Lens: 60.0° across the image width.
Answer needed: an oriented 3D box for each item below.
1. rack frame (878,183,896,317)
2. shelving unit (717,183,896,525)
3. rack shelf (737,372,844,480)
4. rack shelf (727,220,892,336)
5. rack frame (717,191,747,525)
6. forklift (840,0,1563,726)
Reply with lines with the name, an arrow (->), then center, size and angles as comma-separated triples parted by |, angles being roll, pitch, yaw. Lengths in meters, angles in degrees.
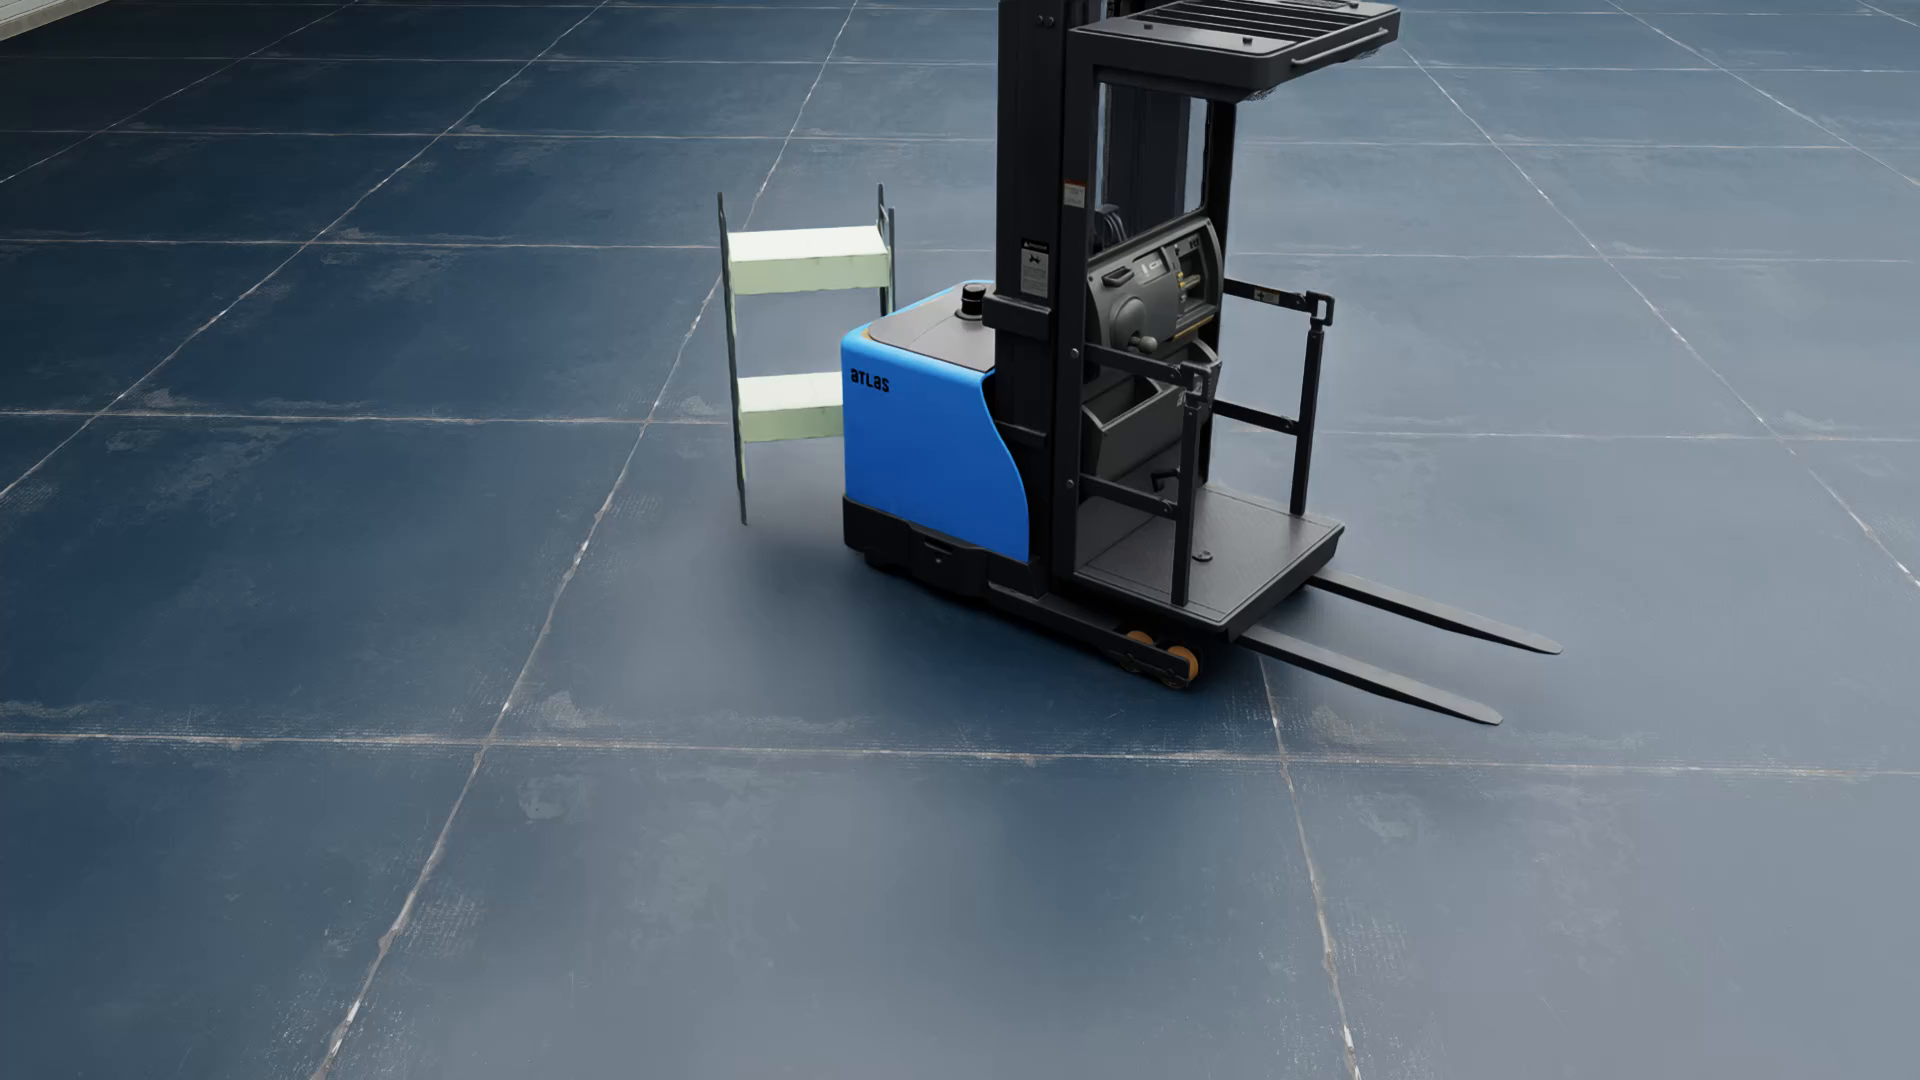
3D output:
rack frame -> -0.334, -0.885, 7.818 | 0.023, 1.500, 0.400 | -5, 28, -9
shelving unit -> -0.695, -0.856, 7.764 | 0.755, 1.500, 0.431 | -5, 28, -9
rack shelf -> -0.695, -0.568, 7.917 | 0.720, 0.370, 0.431 | -5, 28, -9
rack shelf -> -0.695, -1.201, 7.581 | 0.720, 0.370, 0.431 | -5, 28, -9
rack frame -> -1.056, -0.827, 7.709 | 0.023, 1.500, 0.400 | -5, 28, -9
forklift -> 0.948, -0.985, 6.479 | 3.031, 2.935, 1.130 | 20, 34, 33
